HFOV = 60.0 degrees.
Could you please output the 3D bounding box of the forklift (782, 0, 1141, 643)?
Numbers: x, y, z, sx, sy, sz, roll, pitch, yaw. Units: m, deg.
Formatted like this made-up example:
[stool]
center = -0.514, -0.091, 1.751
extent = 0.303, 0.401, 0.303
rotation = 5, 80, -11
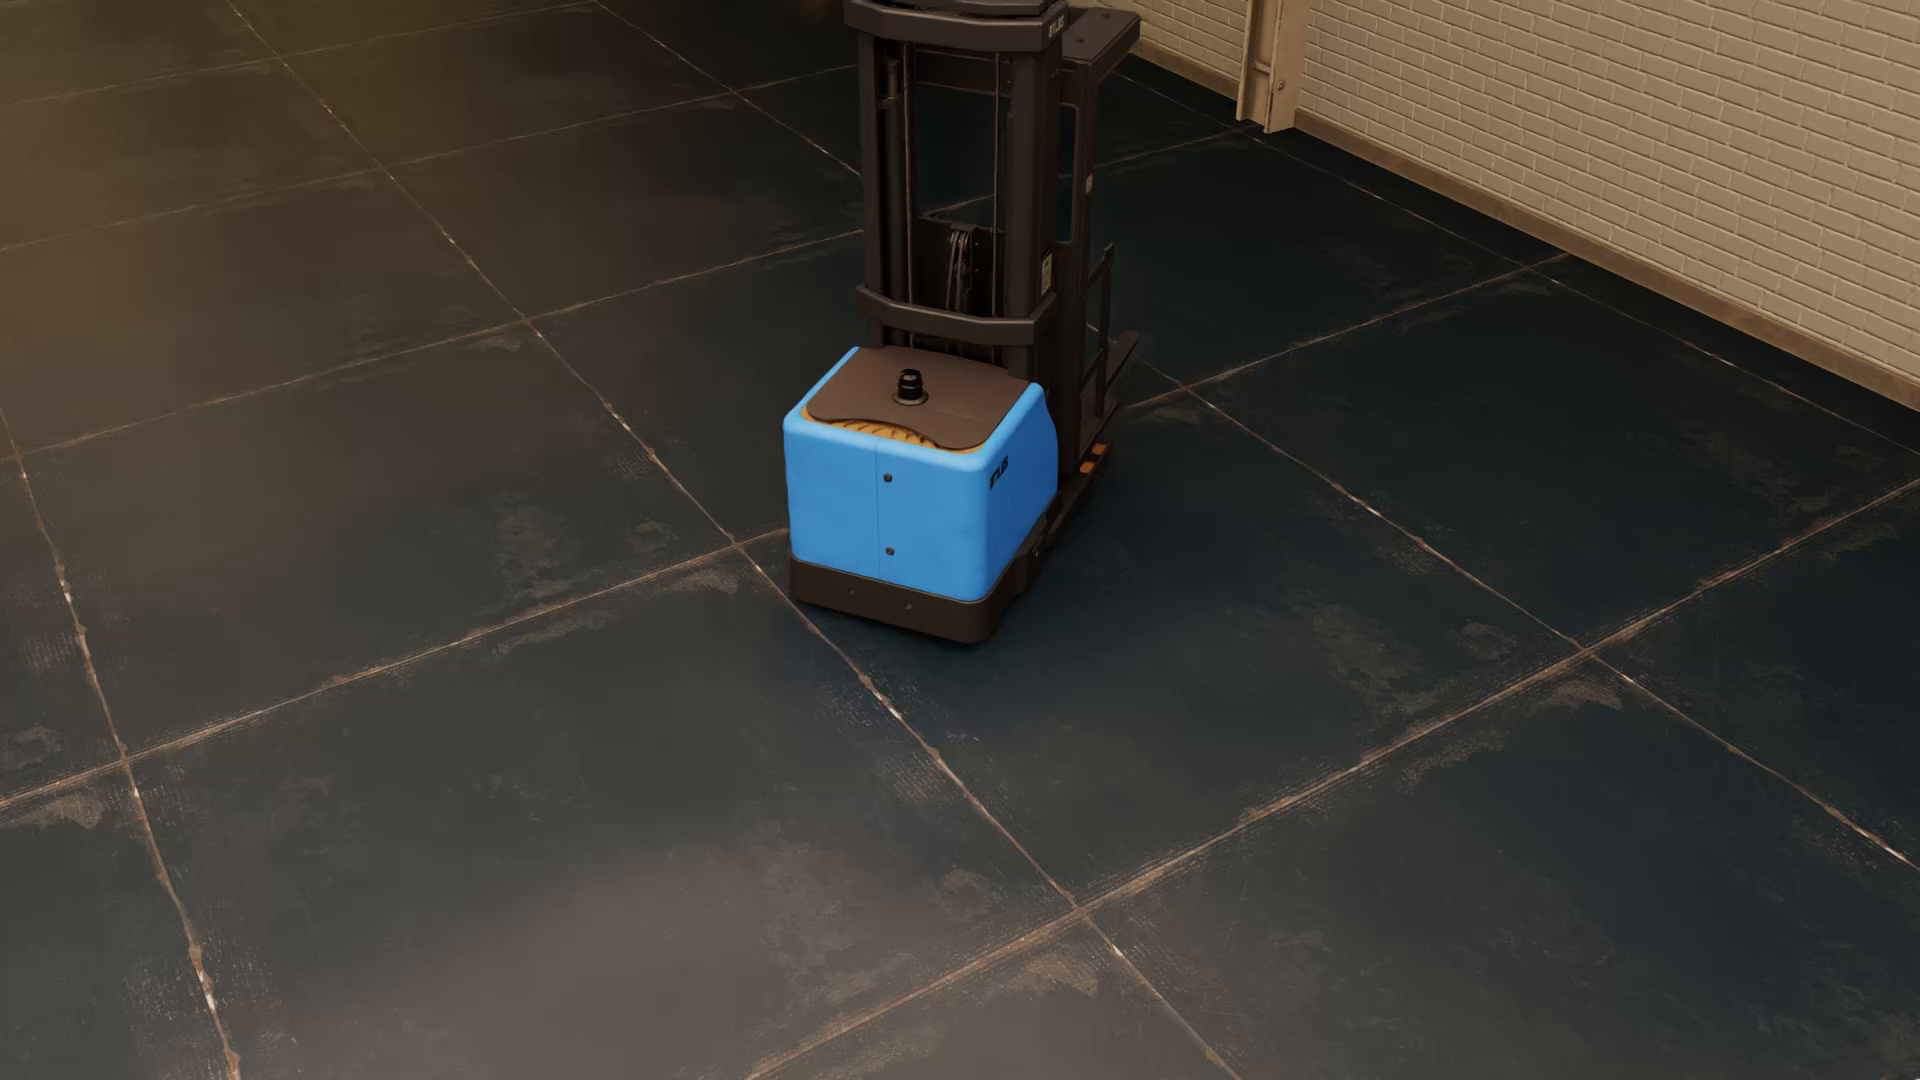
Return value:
[forklift]
center = 0.199, -1.551, 8.355
extent = 1.130, 2.935, 3.031
rotation = 13, 37, 18
